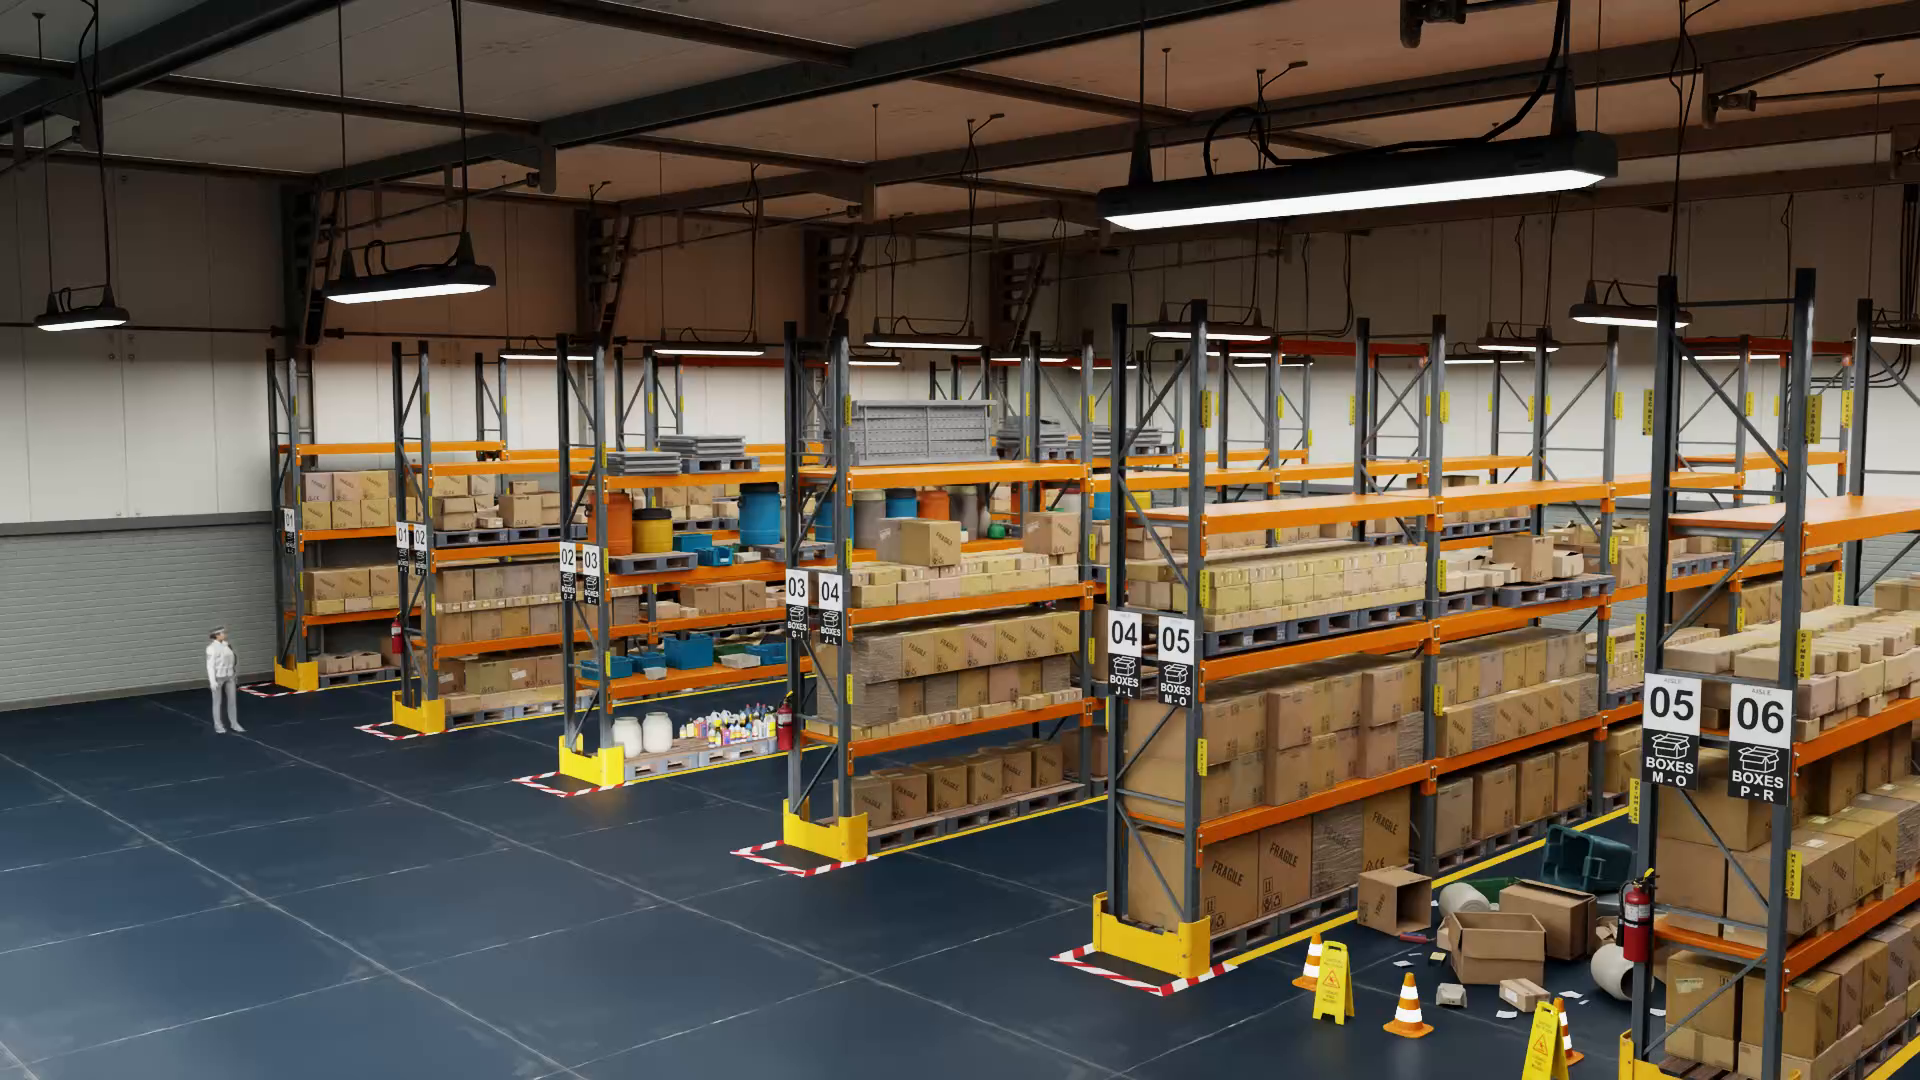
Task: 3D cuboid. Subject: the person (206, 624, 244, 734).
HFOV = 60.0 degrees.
[{"bbox_3d":[-11.325,2.124,25.531,0.363,1.694,0.525,3,6,32],"label":"person"}]
